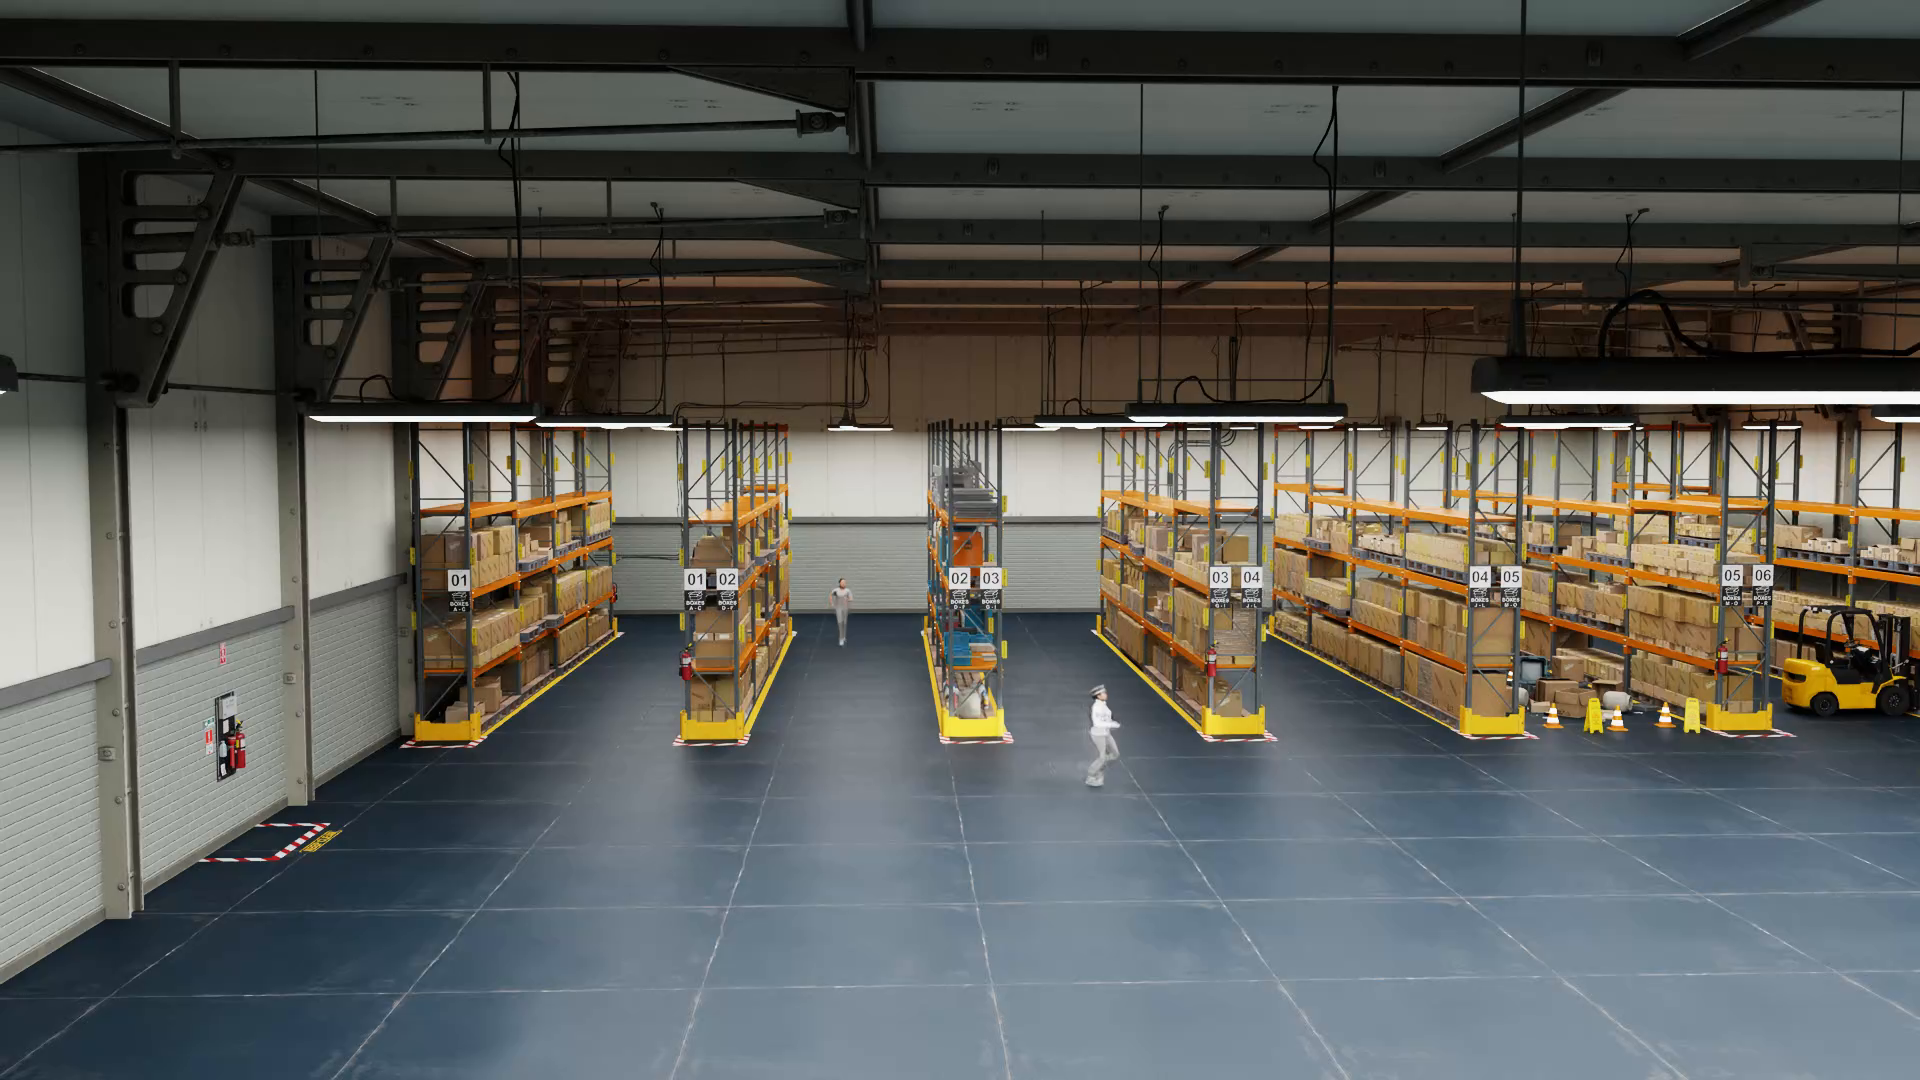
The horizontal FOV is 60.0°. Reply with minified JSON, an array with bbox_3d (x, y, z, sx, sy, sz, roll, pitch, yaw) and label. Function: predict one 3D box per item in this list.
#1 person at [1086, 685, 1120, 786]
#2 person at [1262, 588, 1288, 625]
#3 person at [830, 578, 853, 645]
[{"bbox_3d":[2.339,3.155,26.917,0.598,1.656,0.591,1,4,21],"label":"person"},{"bbox_3d":[9.337,1.681,49.149,0.962,1.726,0.739,2,4,30],"label":"person"},{"bbox_3d":[-3.054,1.843,43.066,0.576,1.665,0.900,-1,4,-12],"label":"person"}]
